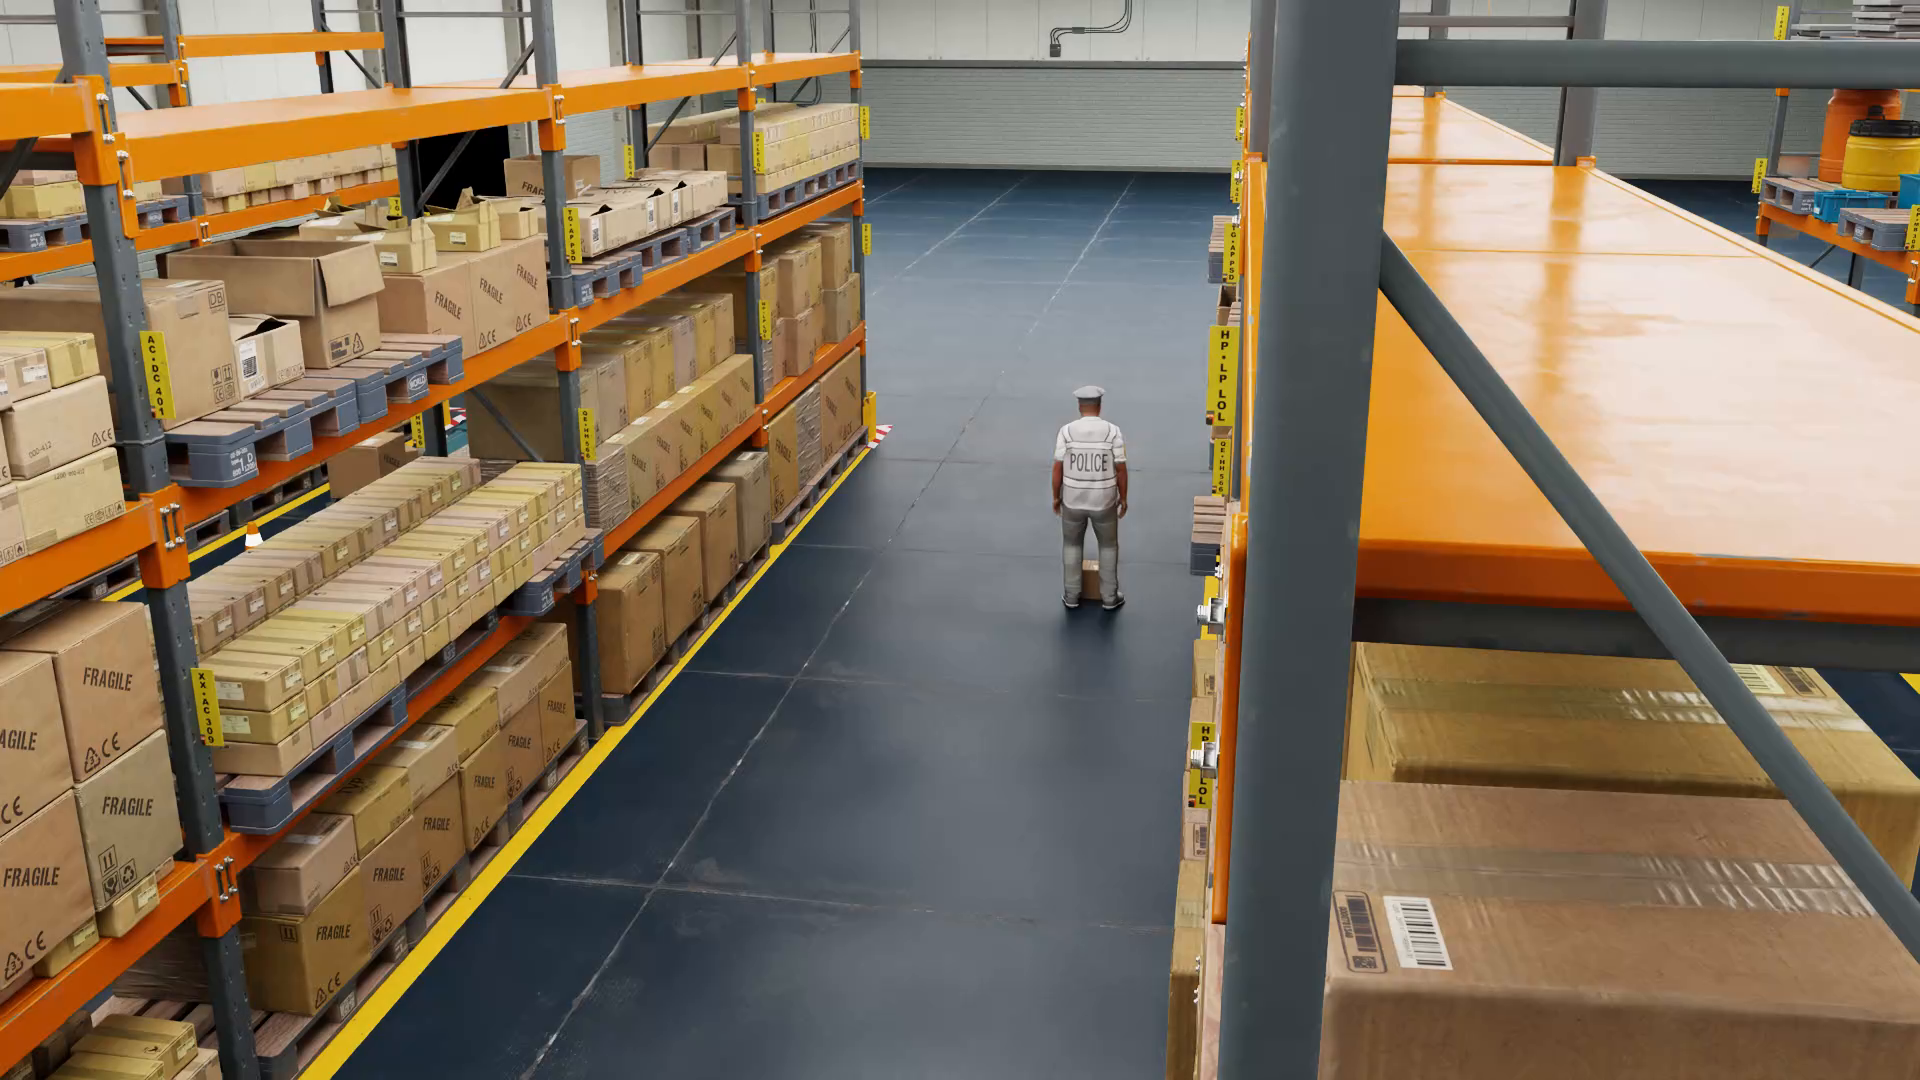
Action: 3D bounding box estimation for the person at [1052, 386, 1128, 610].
[{"bbox_3d":[1.016,-0.311,13.011,0.591,1.748,0.435,3,18,8],"label":"person"}]
